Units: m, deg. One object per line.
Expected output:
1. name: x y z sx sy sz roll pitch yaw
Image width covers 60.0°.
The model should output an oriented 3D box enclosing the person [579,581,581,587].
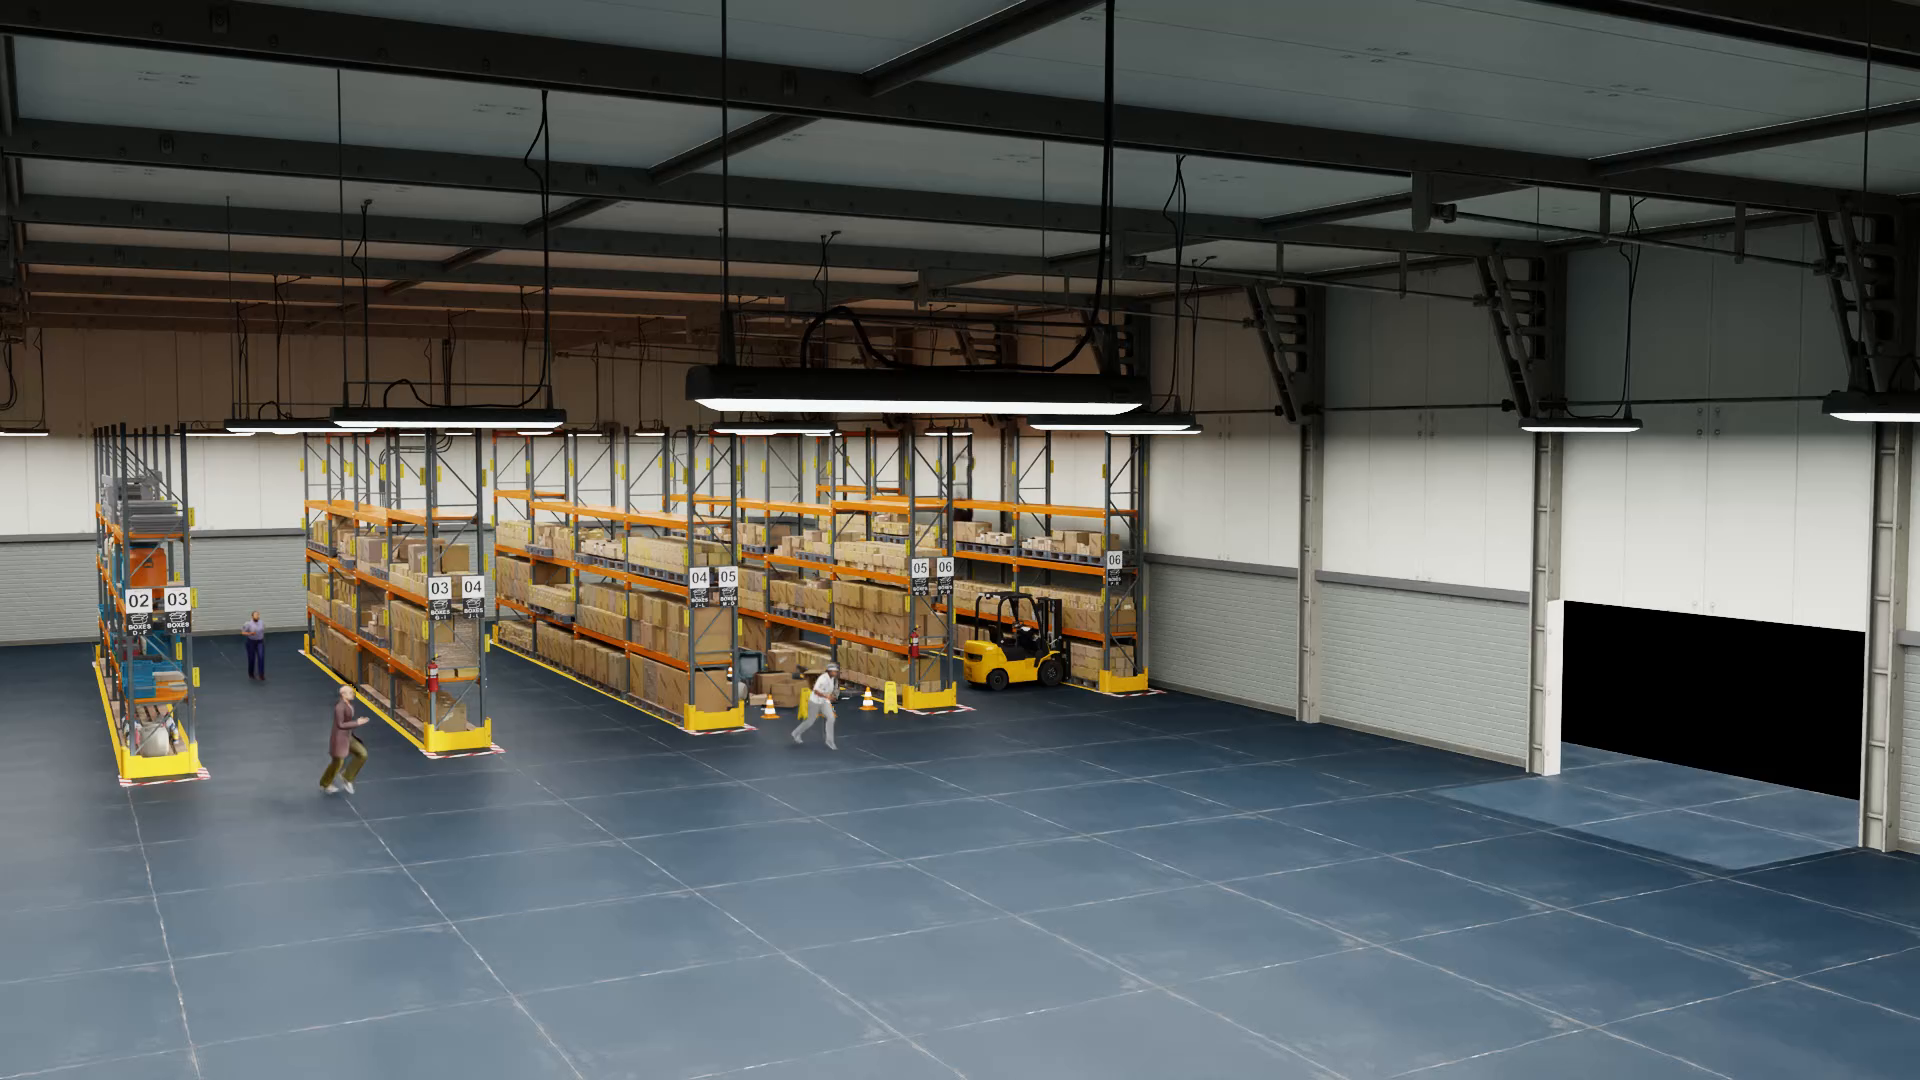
1. person: -10.827 2.037 47.426 0.713 1.729 0.792 -2 4 -35

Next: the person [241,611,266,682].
1. person: -16.764 2.519 39.476 0.582 1.697 0.826 -3 4 -37

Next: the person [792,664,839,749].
1. person: -2.681 3.084 30.950 0.983 1.626 0.616 1 4 23

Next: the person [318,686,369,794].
1. person: -9.908 3.216 26.720 0.879 1.762 0.752 0 3 0
